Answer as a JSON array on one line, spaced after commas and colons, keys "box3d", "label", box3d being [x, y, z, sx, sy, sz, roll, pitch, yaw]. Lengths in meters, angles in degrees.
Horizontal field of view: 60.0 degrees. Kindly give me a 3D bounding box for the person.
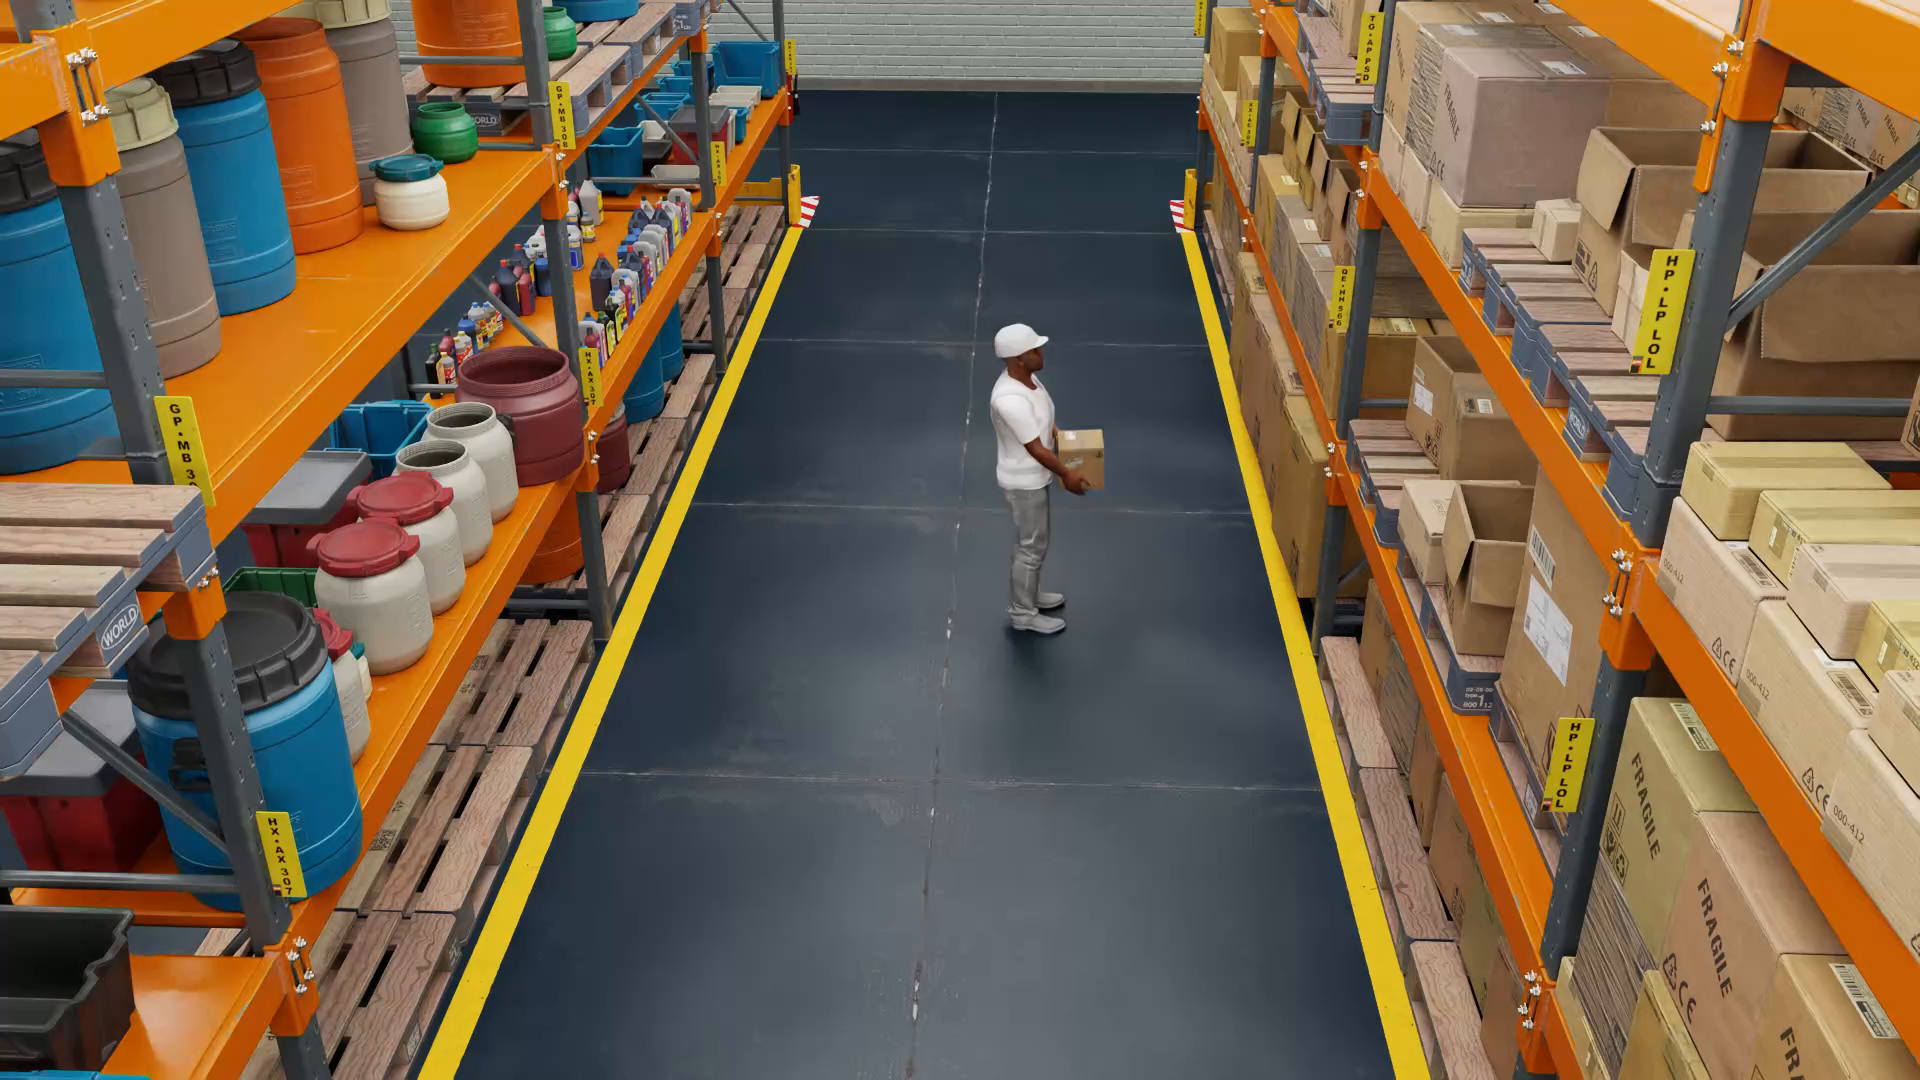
[{"box3d": [0.458, -0.351, 9.257, 0.566, 1.771, 0.520, 3, 28, 6], "label": "person"}]
